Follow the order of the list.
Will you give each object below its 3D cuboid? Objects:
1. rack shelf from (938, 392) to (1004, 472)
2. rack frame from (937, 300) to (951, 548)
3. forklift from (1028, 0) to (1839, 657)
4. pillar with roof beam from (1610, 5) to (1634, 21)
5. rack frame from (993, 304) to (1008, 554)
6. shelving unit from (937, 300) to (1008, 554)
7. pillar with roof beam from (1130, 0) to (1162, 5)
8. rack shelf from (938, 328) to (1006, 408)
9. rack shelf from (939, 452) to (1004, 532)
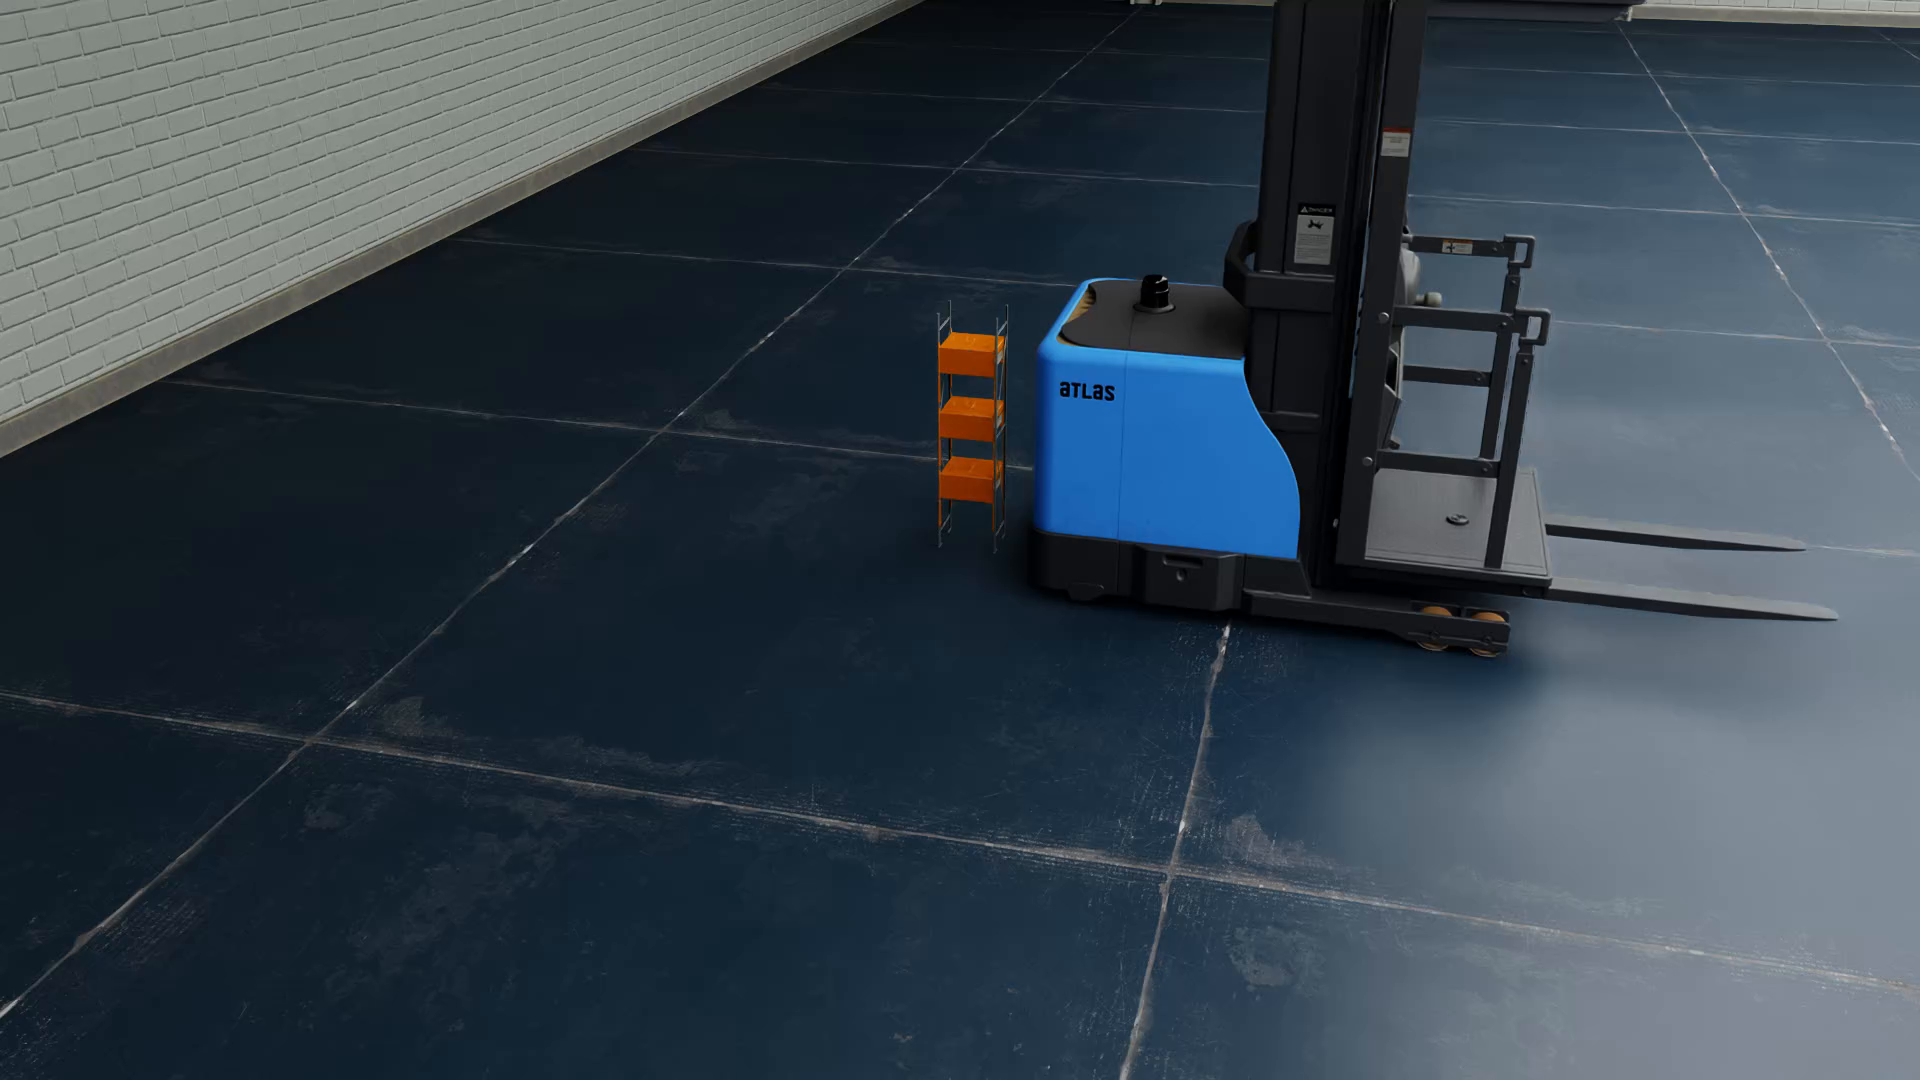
[{"bbox_3d":[0.052,-0.459,7.017,0.240,0.259,0.215,6,26,13],"label":"rack shelf"},{"bbox_3d":[-0.066,-0.481,7.040,0.008,1.050,0.200,6,26,13],"label":"rack frame"},{"bbox_3d":[1.853,-1.133,6.219,3.031,2.935,1.130,6,26,13],"label":"forklift"},{"bbox_3d":[7.261,-8.916,15.508,0.400,9.000,9.100,6,26,13],"label":"pillar with roof beam"},{"bbox_3d":[0.170,-0.455,6.985,0.008,1.050,0.200,6,26,13],"label":"rack frame"},{"bbox_3d":[0.052,-0.468,7.012,0.252,1.050,0.215,6,26,13],"label":"shelving unit"},{"bbox_3d":[1.450,-9.558,16.858,0.400,9.000,9.100,6,26,13],"label":"pillar with roof beam"},{"bbox_3d":[0.052,-0.715,6.895,0.240,0.259,0.215,6,26,13],"label":"rack shelf"},{"bbox_3d":[0.052,-0.208,7.136,0.240,0.259,0.215,6,26,13],"label":"rack shelf"}]
